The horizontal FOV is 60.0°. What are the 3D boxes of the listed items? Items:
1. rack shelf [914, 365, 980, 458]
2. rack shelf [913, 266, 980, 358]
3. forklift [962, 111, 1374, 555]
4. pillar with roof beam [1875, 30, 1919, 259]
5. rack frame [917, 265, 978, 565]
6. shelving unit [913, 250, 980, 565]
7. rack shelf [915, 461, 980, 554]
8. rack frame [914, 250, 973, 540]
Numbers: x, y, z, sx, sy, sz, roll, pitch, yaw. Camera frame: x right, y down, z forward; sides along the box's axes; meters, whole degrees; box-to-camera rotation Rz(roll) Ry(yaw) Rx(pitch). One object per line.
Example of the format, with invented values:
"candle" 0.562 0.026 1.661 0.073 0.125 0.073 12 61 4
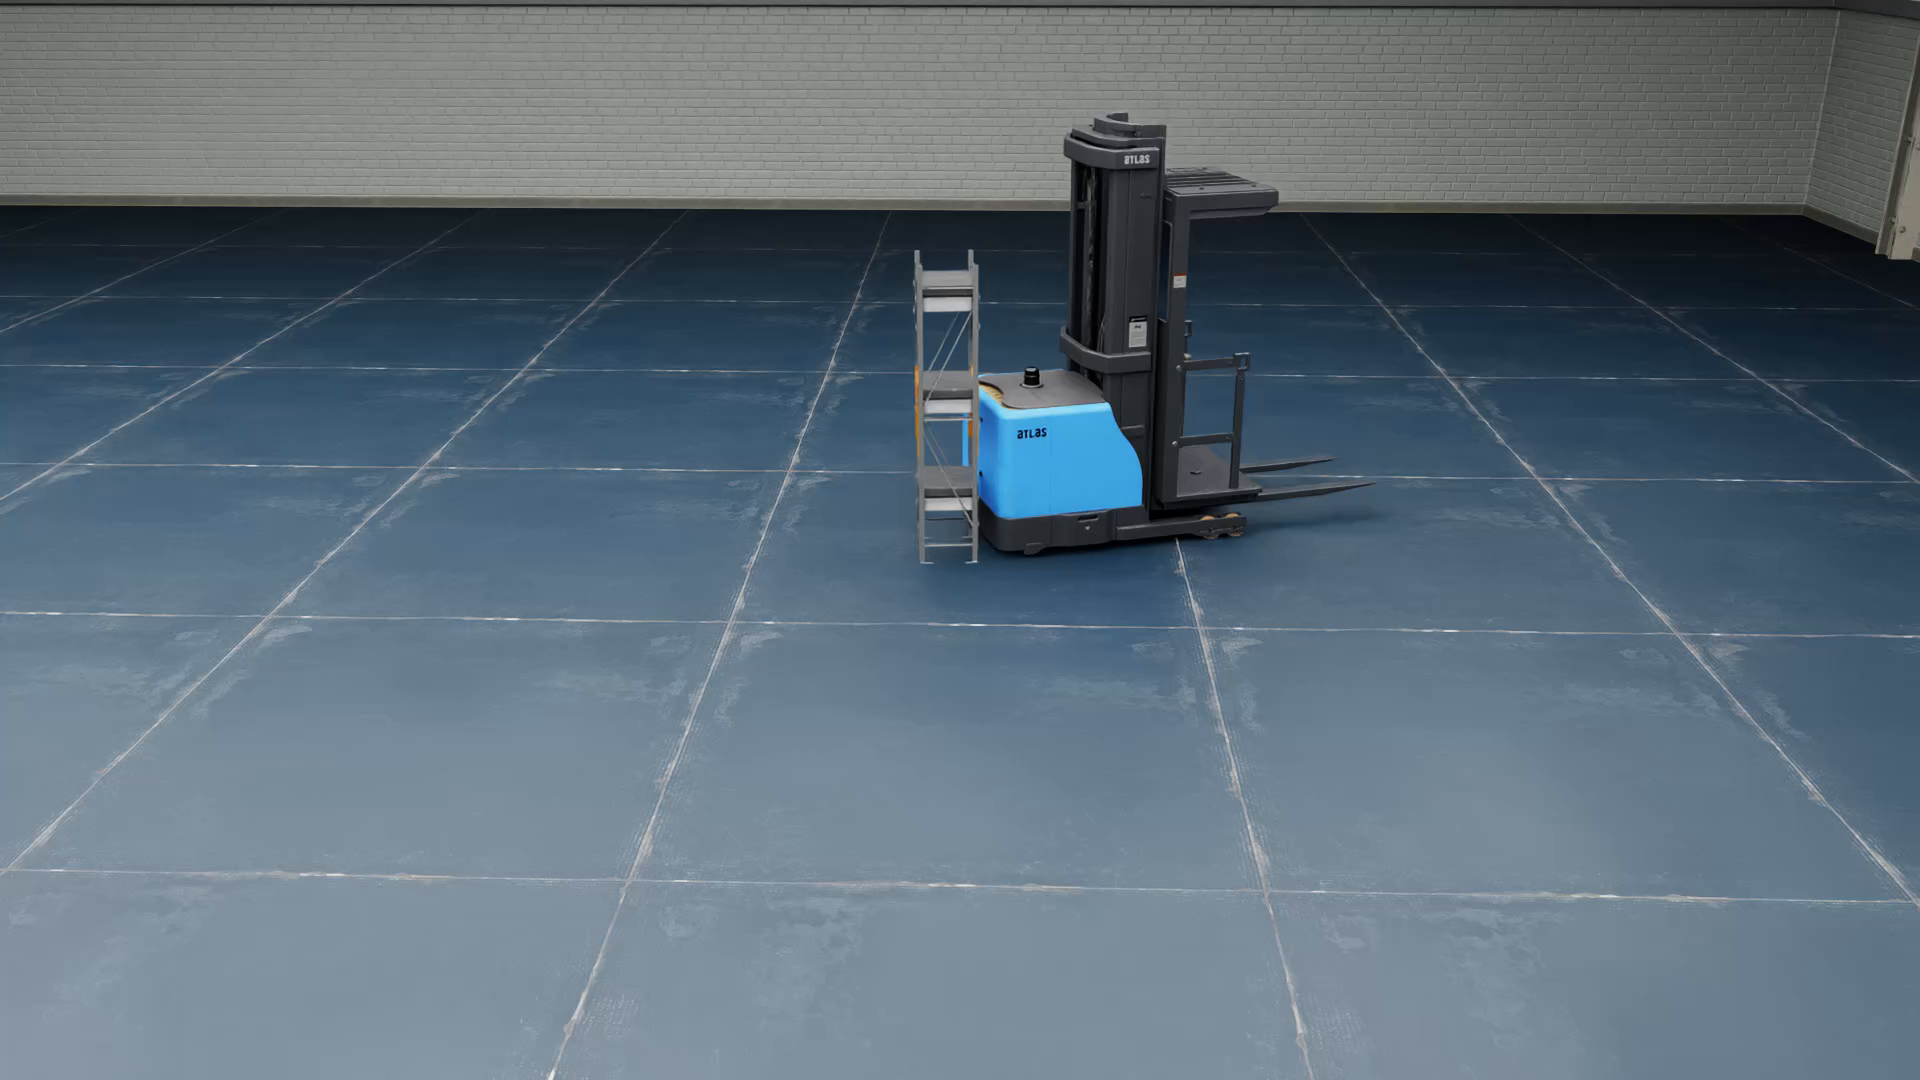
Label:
"rack shelf" -0.095 -0.887 11.450 0.431 0.518 0.480 -1 21 -3
"rack shelf" -0.095 -1.540 11.197 0.431 0.518 0.480 -1 21 -3
"forklift" 1.578 -1.548 11.966 3.031 2.935 1.130 -6 22 -15
"pillar with roof beam" 7.764 -7.909 19.973 9.100 9.000 0.400 1 21 2
"rack frame" -0.080 -0.812 11.218 0.400 2.100 0.015 -1 21 -3
"shelving unit" -0.095 -0.900 11.445 0.431 2.100 0.503 -1 21 -3
"rack shelf" -0.095 -0.234 11.703 0.431 0.518 0.480 -1 21 -3
"rack frame" -0.109 -0.988 11.672 0.400 2.100 0.015 -1 21 -3
